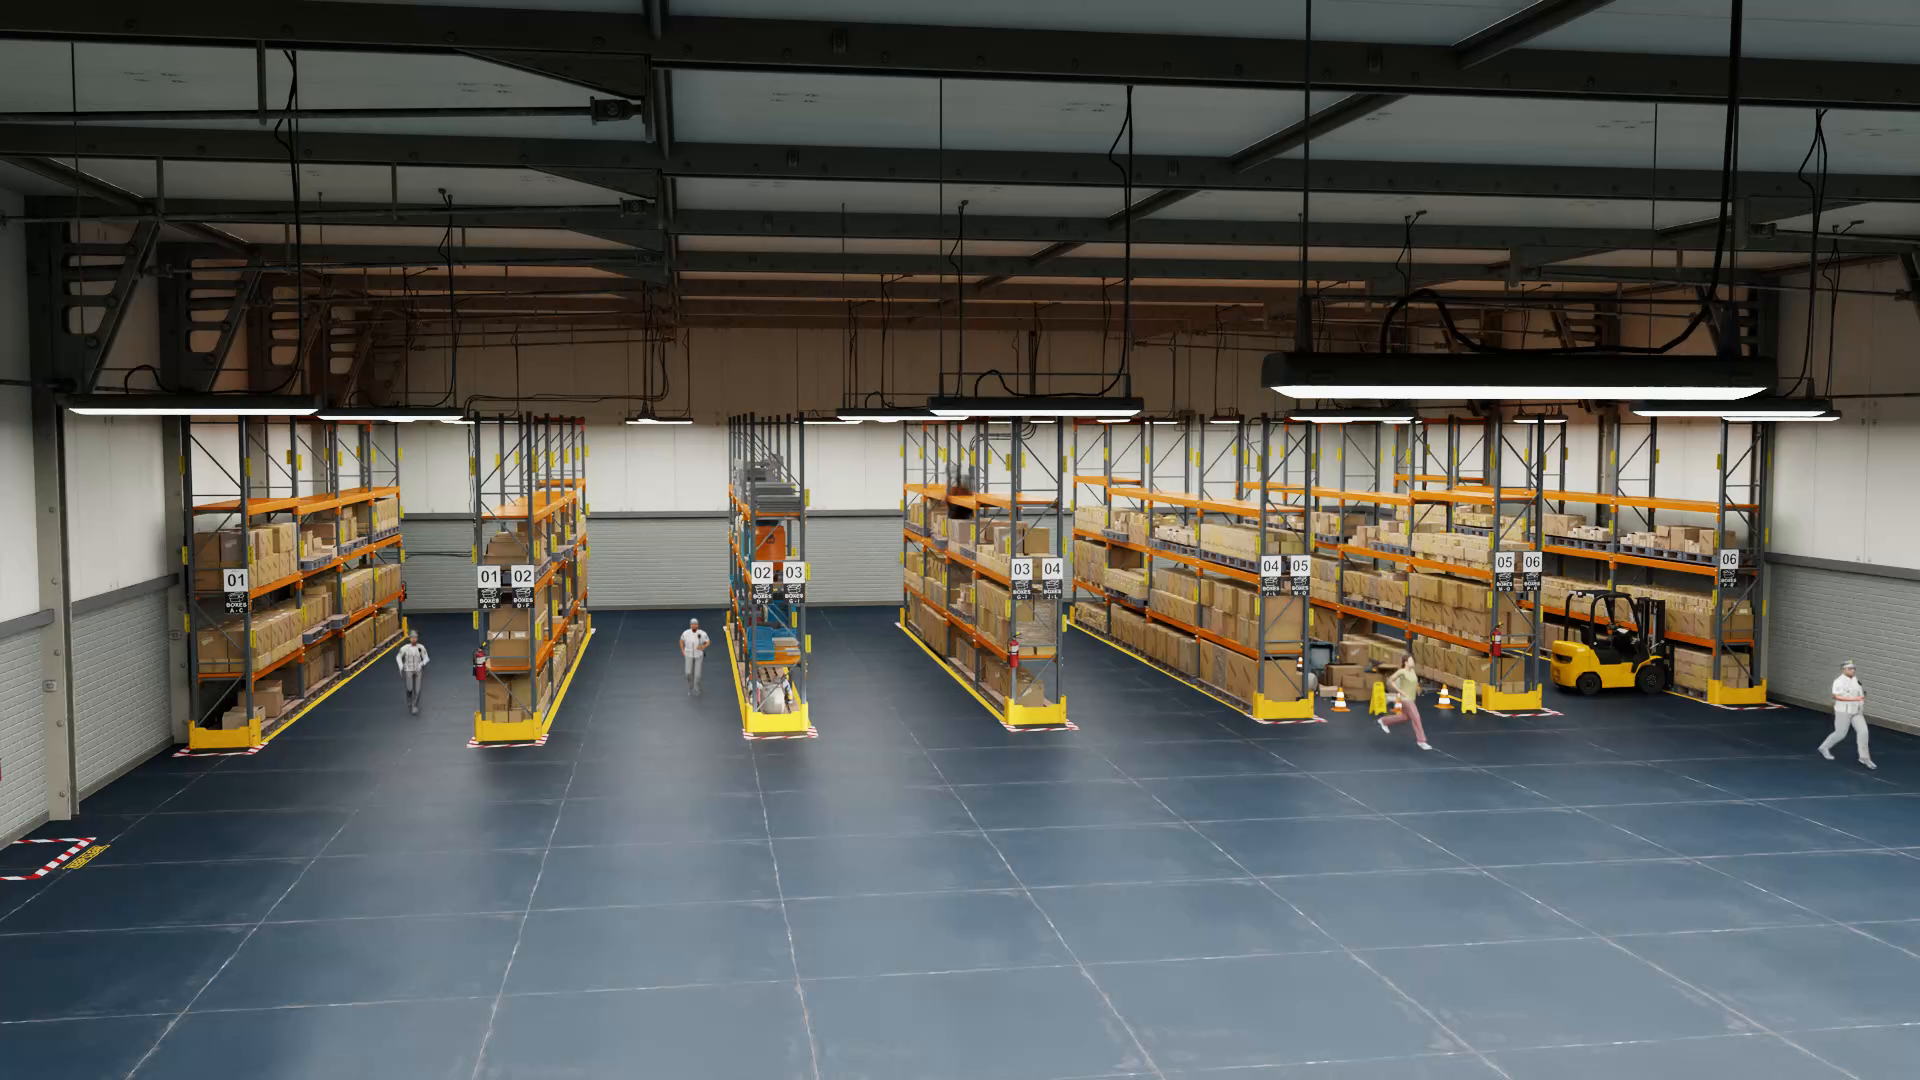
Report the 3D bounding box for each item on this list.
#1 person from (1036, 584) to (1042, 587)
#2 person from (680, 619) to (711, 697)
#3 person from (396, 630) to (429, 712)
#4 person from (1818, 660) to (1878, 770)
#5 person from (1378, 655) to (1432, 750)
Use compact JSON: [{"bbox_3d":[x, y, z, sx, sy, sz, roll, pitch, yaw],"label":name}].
[{"bbox_3d":[2.288,1.681,46.776,0.680,1.728,0.625,0,4,-3],"label":"person"},{"bbox_3d":[-5.629,2.499,35.314,0.663,1.664,0.593,0,4,-3],"label":"person"},{"bbox_3d":[-10.932,2.634,33.276,0.615,1.658,0.541,-2,4,-23],"label":"person"},{"bbox_3d":[15.066,2.925,28.163,0.669,1.796,0.969,-2,4,-23],"label":"person"},{"bbox_3d":[8.013,2.878,29.883,1.105,1.667,0.548,3,5,40],"label":"person"}]
